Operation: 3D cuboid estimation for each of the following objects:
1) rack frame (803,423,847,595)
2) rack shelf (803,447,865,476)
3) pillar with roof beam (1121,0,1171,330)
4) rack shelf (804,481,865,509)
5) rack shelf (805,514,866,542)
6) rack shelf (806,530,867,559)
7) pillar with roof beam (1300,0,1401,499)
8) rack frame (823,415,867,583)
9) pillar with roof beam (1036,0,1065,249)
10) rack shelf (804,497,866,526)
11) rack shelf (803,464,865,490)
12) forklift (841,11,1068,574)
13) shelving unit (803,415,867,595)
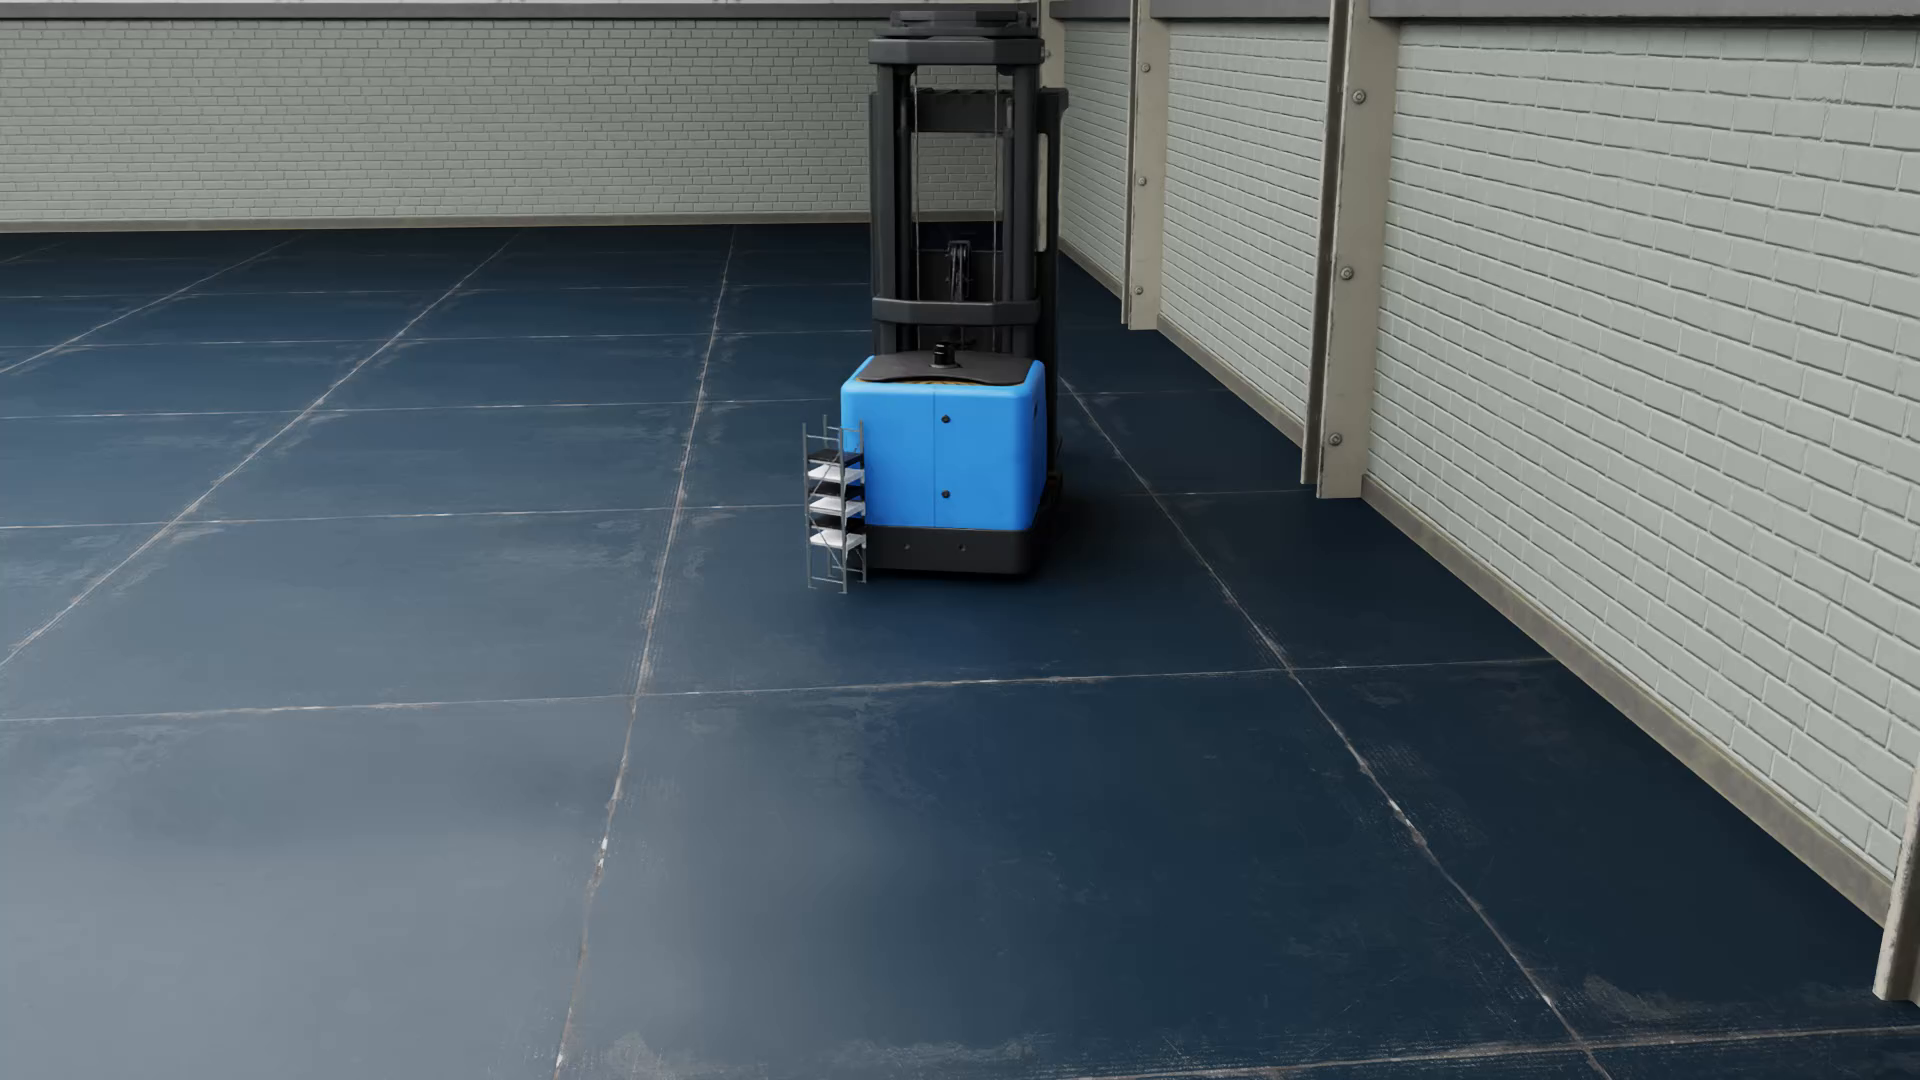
[{"bbox_3d":[-0.704,-0.157,8.676,0.240,0.900,0.006,9,20,26],"label":"rack frame"},{"bbox_3d":[-0.658,-0.411,8.690,0.258,0.077,0.200,9,20,26],"label":"rack shelf"},{"bbox_3d":[-2.499,-6.274,14.639,9.100,9.000,0.400,-2,18,-6],"label":"pillar with roof beam"},{"bbox_3d":[-0.658,-0.239,8.745,0.258,0.077,0.200,9,20,26],"label":"rack shelf"},{"bbox_3d":[-0.657,-0.068,8.800,0.258,0.077,0.200,9,20,26],"label":"rack shelf"},{"bbox_3d":[-0.657,0.018,8.828,0.258,0.077,0.200,9,20,26],"label":"rack shelf"},{"bbox_3d":[-1.881,-4.487,8.945,9.100,9.000,0.400,-2,18,-6],"label":"pillar with roof beam"},{"bbox_3d":[-0.611,-0.213,8.848,0.240,0.900,0.006,9,20,26],"label":"rack frame"},{"bbox_3d":[-3.118,-8.062,20.333,9.100,9.000,0.400,-2,18,-6],"label":"pillar with roof beam"},{"bbox_3d":[-0.657,-0.154,8.772,0.258,0.077,0.200,9,20,26],"label":"rack shelf"},{"bbox_3d":[-0.658,-0.325,8.717,0.258,0.077,0.200,9,20,26],"label":"rack shelf"},{"bbox_3d":[0.057,-1.614,9.925,1.130,2.935,3.031,2,18,7],"label":"forklift"},{"bbox_3d":[-0.657,-0.185,8.762,0.258,0.900,0.210,9,20,26],"label":"shelving unit"}]
